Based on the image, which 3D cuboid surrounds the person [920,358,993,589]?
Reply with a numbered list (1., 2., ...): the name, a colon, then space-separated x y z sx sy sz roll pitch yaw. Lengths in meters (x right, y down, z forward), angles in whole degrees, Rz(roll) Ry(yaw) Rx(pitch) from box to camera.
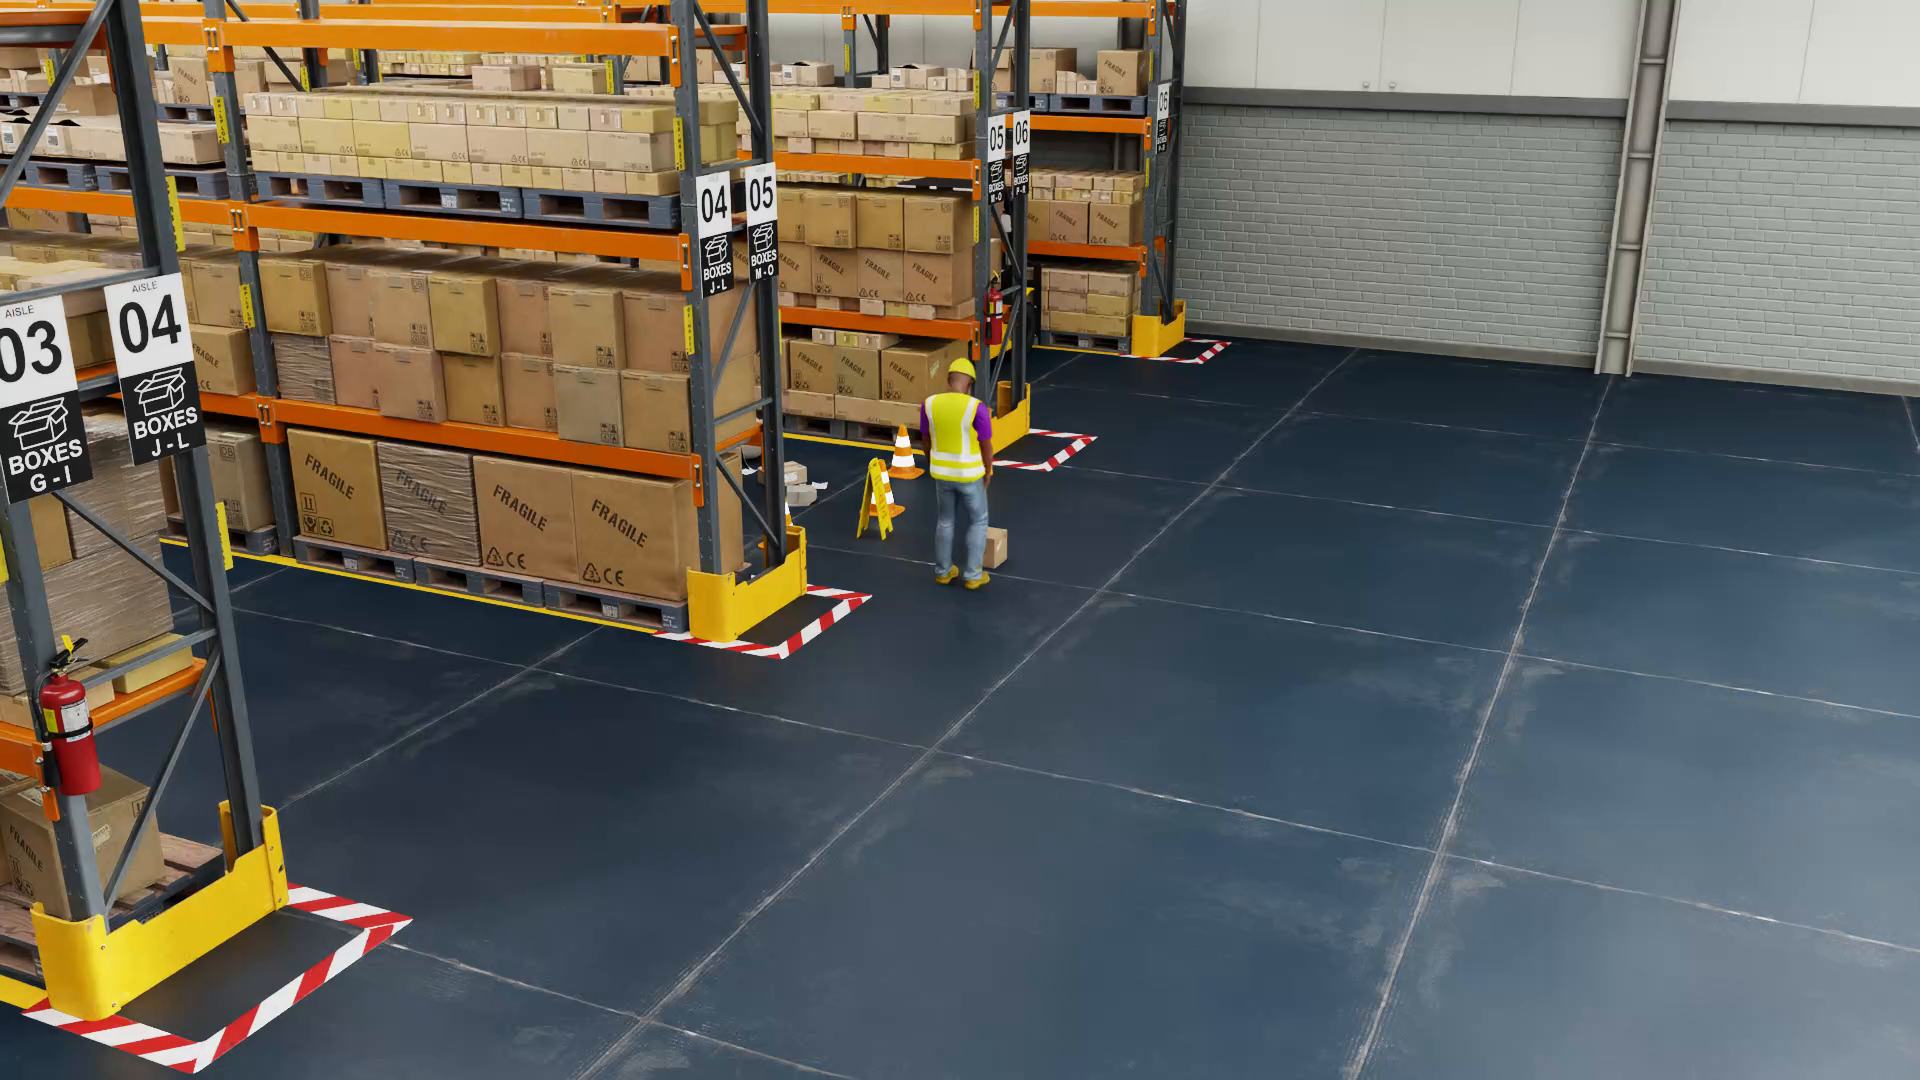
1. person: -0.013 -0.505 12.560 0.584 1.734 0.422 9 21 24
